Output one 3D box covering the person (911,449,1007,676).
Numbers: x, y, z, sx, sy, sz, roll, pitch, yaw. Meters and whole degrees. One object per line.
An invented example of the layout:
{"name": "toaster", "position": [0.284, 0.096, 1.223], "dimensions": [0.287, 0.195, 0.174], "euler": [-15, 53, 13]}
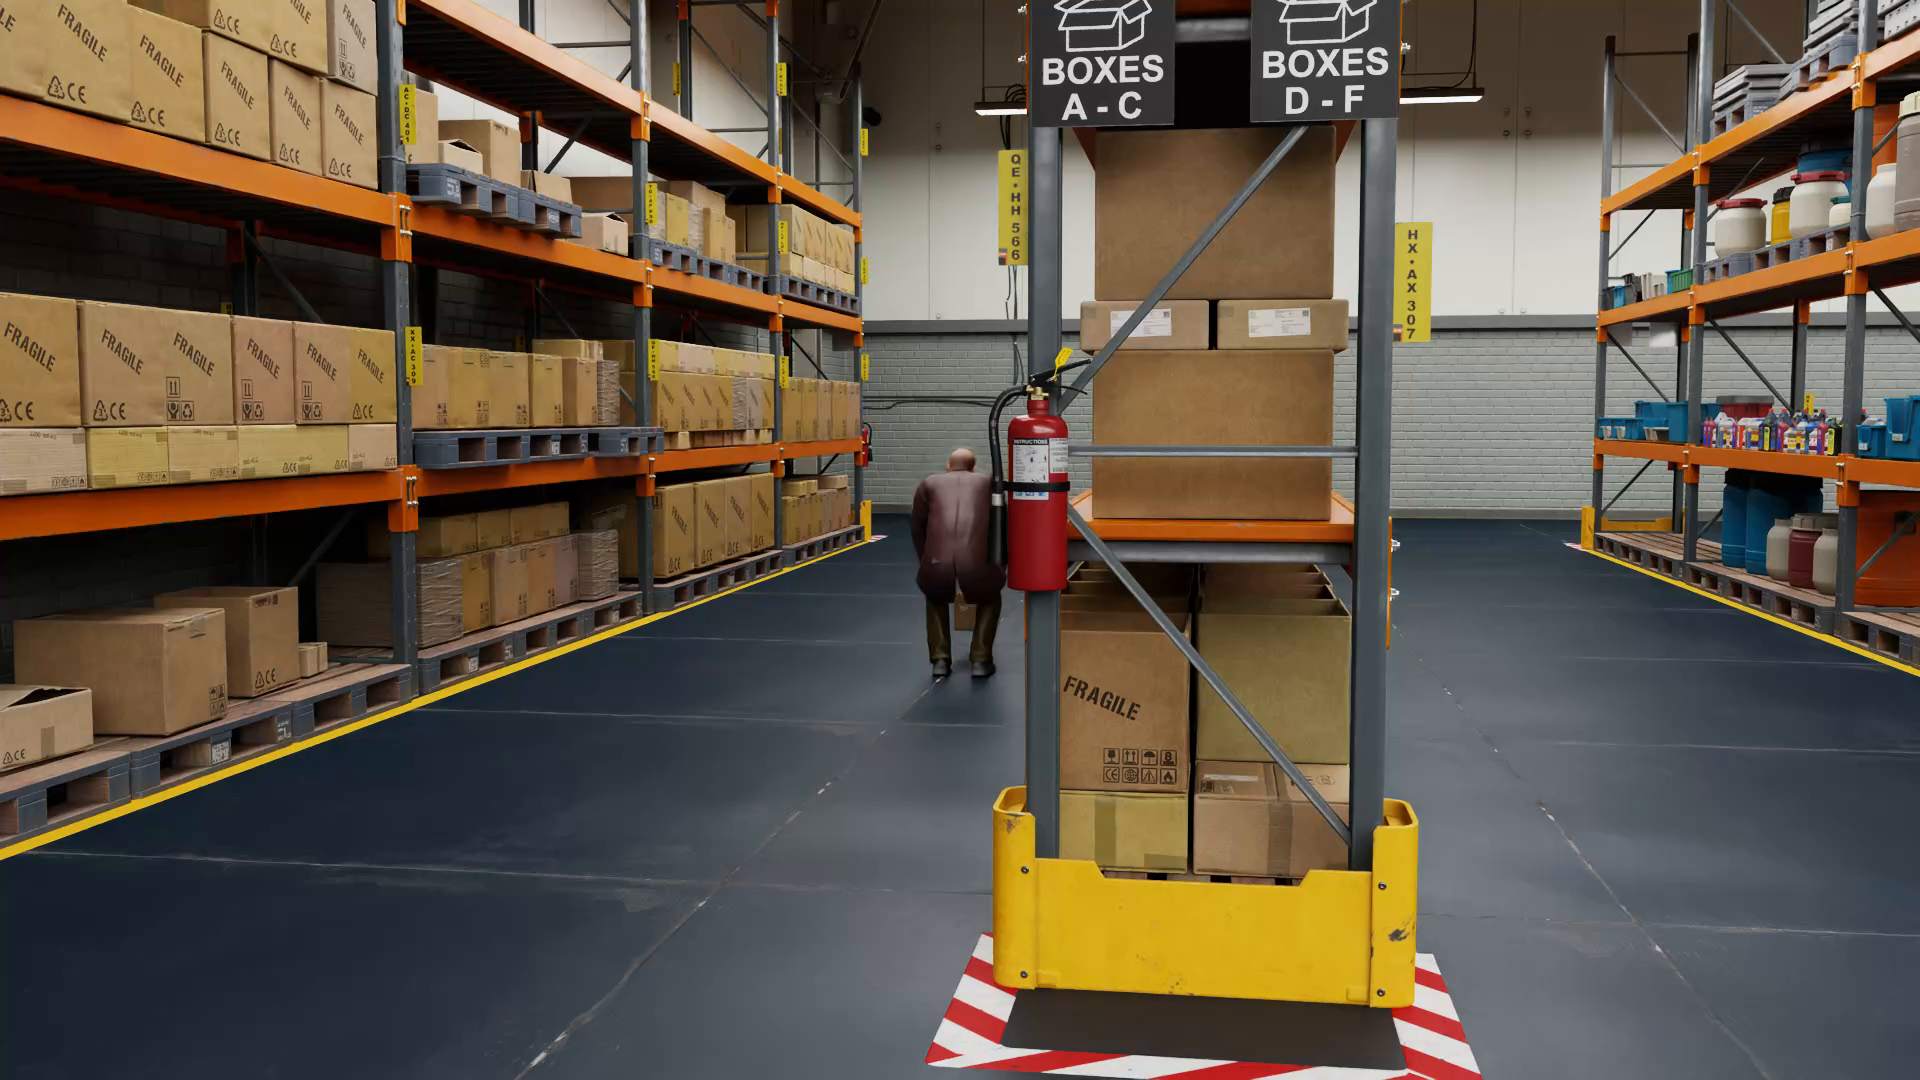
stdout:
{"name": "person", "position": [-0.015, 0.140, 10.375], "dimensions": [0.633, 1.382, 0.734], "euler": [1, 4, 9]}
